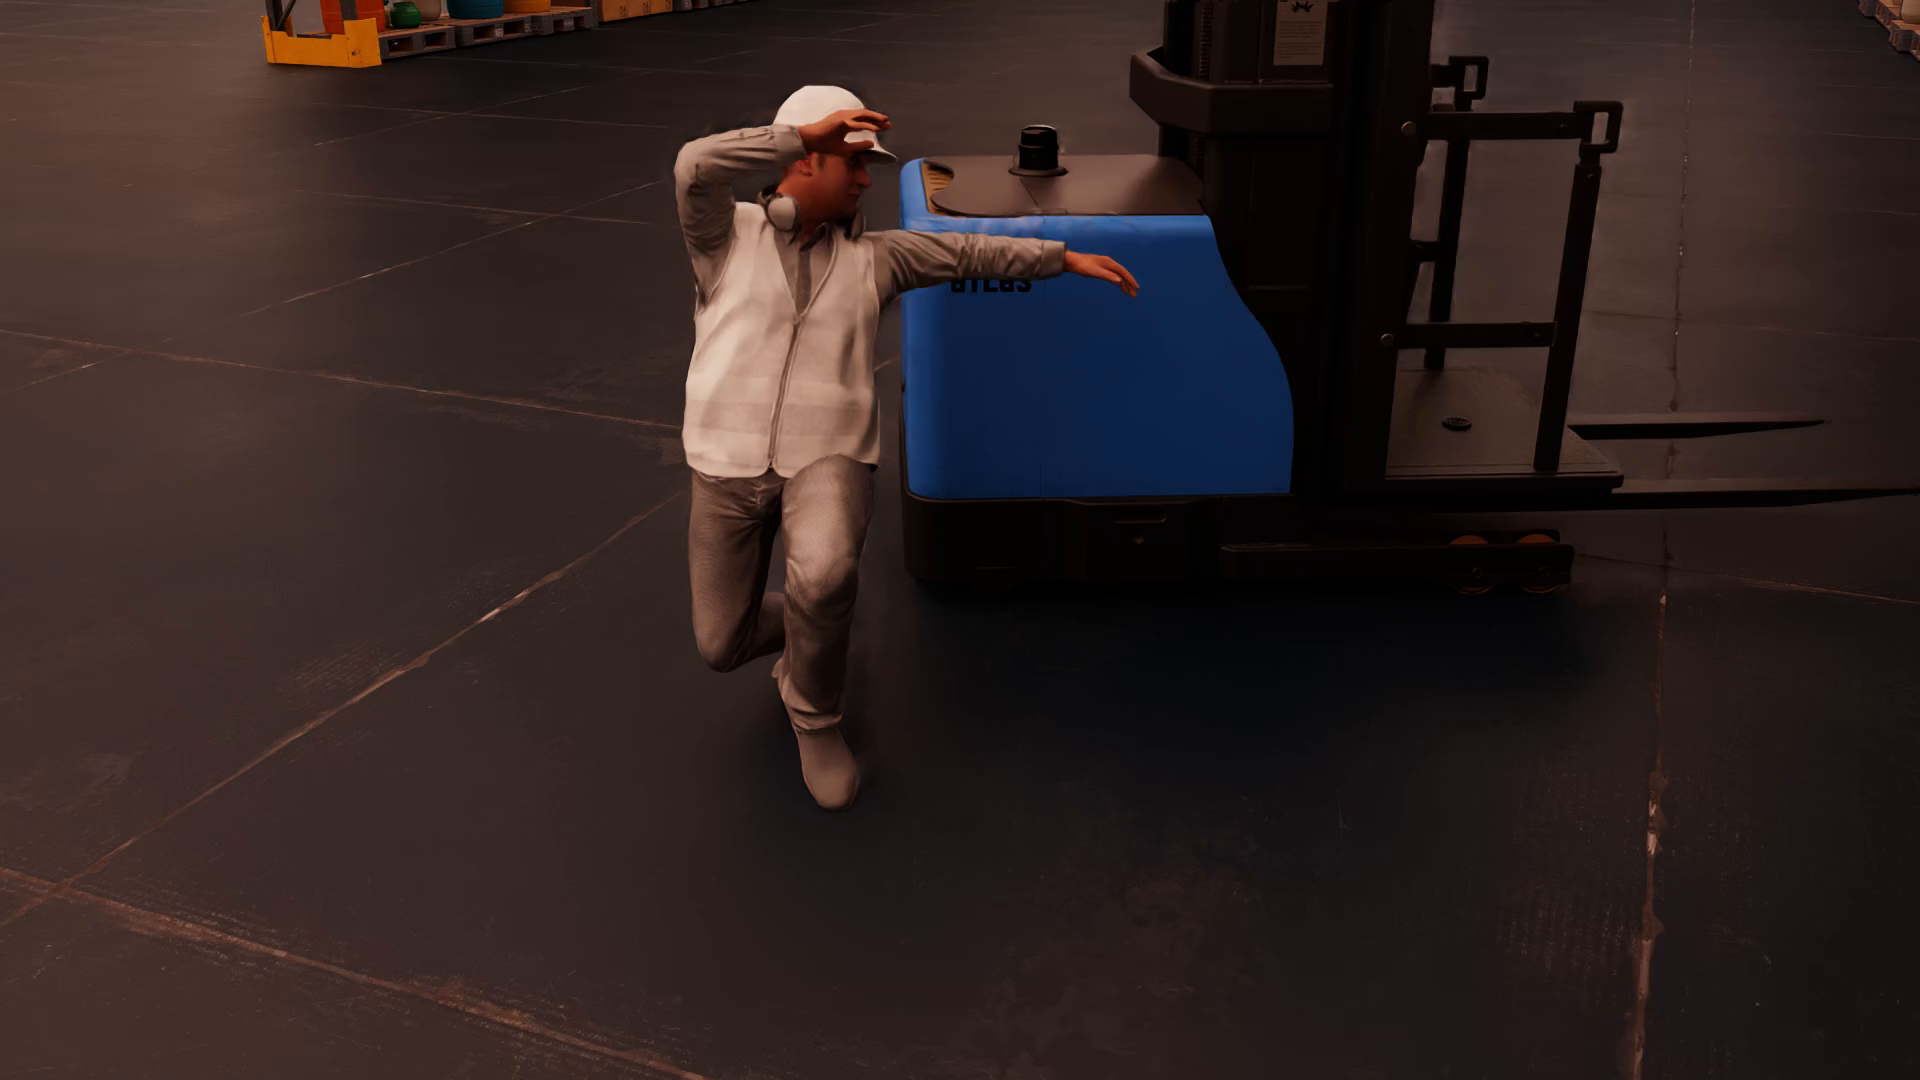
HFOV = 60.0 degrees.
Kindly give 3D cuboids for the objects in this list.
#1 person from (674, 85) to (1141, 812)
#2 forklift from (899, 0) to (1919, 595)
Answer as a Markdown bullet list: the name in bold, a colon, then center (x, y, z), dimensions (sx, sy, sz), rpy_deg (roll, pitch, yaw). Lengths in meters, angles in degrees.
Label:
- **person**: center (-0.107, -0.213, 3.719), dimensions (1.043, 1.486, 0.896), rpy_deg (1, 23, 2)
- **forklift**: center (1.337, -1.400, 4.641), dimensions (3.031, 2.935, 1.130), rpy_deg (-1, 23, -3)
